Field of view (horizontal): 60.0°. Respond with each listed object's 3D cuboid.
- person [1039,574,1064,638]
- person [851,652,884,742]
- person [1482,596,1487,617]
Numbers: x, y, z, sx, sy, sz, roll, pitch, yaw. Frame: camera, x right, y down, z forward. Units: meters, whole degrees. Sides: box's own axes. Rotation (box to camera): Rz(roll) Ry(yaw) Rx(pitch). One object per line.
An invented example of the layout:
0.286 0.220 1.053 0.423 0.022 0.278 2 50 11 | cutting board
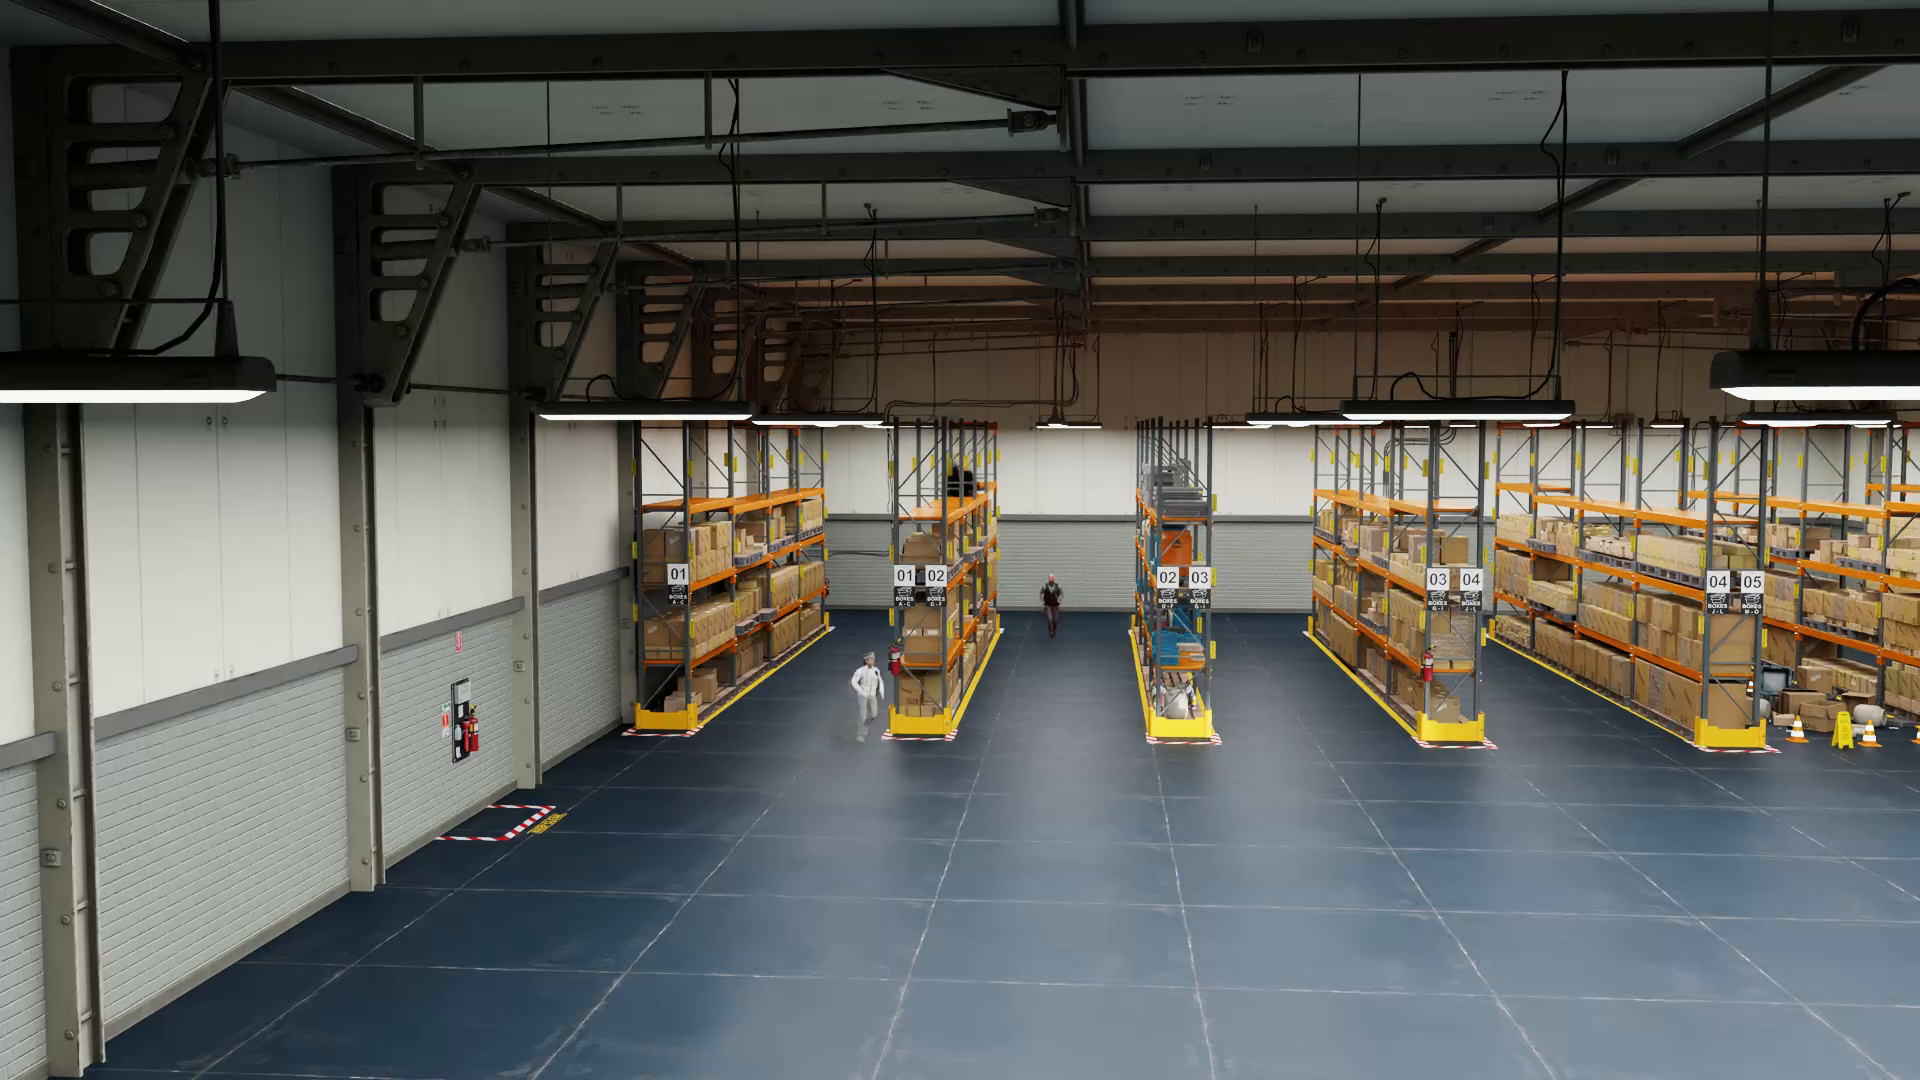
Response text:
2.415 1.748 43.897 0.652 1.690 0.548 0 4 -1 | person
-1.673 2.898 30.759 0.690 1.650 0.471 -2 4 -29 | person
13.445 2.008 43.460 0.639 1.744 0.645 0 4 7 | person
